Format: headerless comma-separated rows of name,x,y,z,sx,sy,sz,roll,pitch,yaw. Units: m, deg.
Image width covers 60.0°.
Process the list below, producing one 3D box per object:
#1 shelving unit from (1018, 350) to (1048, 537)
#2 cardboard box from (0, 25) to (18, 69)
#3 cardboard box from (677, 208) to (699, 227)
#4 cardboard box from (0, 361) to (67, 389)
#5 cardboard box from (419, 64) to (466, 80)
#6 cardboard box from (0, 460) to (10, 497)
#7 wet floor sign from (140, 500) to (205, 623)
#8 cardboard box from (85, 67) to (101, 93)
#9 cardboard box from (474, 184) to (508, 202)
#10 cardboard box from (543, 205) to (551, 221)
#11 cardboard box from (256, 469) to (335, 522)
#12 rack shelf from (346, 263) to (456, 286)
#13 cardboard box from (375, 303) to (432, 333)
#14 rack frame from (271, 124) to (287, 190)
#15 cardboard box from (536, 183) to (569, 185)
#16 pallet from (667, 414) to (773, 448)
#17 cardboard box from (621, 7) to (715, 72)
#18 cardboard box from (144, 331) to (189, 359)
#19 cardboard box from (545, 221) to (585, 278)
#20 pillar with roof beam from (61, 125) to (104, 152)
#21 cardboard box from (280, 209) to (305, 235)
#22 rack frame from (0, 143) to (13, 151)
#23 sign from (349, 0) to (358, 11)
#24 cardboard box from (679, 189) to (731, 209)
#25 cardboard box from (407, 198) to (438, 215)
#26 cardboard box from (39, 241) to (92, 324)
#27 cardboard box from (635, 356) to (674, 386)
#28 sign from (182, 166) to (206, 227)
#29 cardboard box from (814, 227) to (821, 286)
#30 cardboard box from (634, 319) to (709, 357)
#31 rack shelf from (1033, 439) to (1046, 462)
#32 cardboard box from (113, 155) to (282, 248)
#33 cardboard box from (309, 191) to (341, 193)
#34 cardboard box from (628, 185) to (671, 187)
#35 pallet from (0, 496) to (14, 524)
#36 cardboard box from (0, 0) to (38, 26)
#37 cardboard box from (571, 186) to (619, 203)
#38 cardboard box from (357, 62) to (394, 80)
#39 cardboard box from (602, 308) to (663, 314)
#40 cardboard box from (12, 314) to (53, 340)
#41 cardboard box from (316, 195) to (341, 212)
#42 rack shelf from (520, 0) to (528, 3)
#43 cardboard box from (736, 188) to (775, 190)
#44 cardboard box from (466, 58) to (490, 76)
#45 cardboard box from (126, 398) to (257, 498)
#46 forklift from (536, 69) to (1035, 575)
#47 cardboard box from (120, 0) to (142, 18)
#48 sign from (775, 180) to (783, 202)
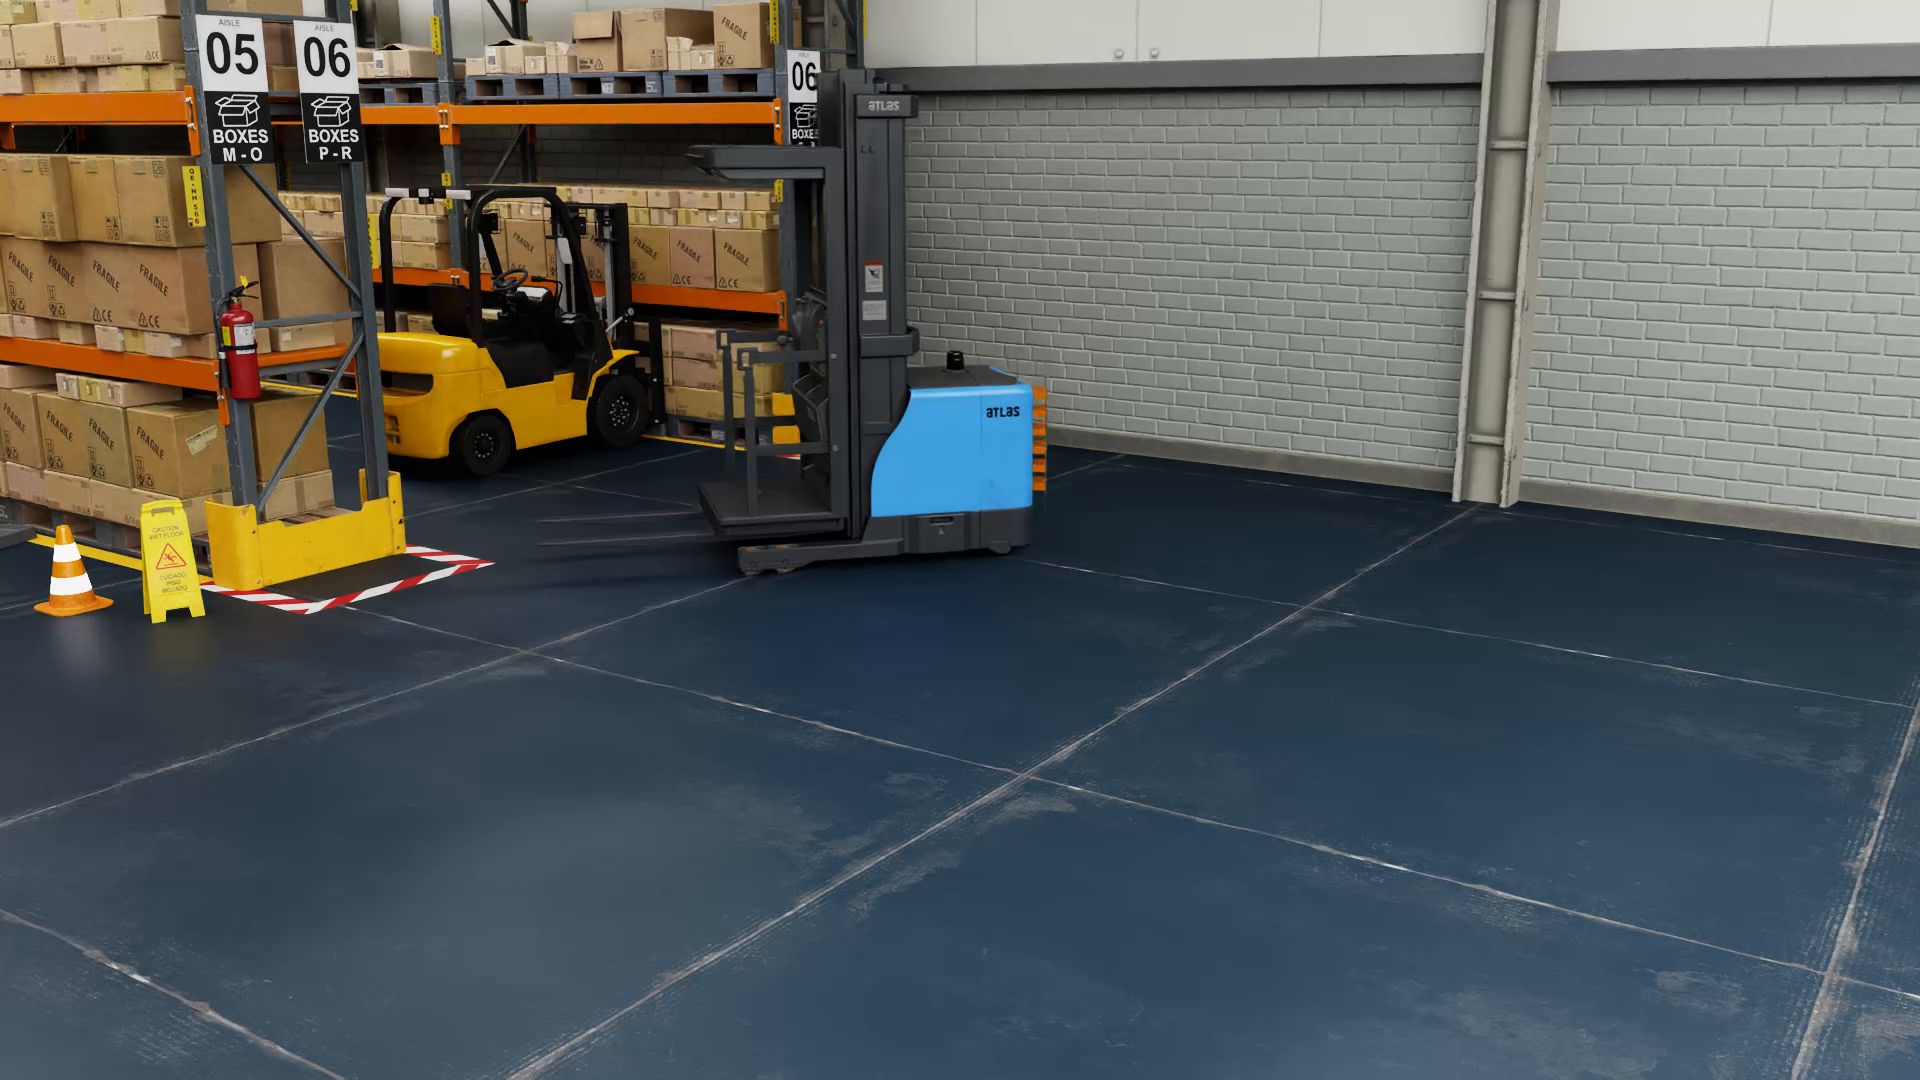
shelving unit,0.468,-0.629,10.867,0.189,1.200,0.258,0,14,1
cardboard box,-5.733,-3.029,10.268,0.500,0.250,0.500,9,17,33
cardboard box,-2.173,-2.738,14.084,0.250,0.149,0.380,9,17,32
cardboard box,-6.145,-1.102,10.969,0.250,0.149,0.380,10,17,36
cardboard box,-5.034,-4.549,16.156,0.250,0.149,0.380,9,17,33
cardboard box,-6.418,-0.486,11.393,0.500,0.250,0.500,10,17,36
wet floor sign,-4.327,0.099,9.082,0.267,0.644,0.232,-10,17,-35
cardboard box,-4.939,-2.726,9.872,0.250,0.149,0.380,9,17,33
cardboard box,-4.340,-3.216,15.393,0.250,0.149,0.380,10,17,34
cardboard box,-3.494,-2.931,14.862,0.250,0.149,0.380,9,17,32
cardboard box,-4.402,-0.315,10.703,0.500,0.250,0.500,9,17,32
rack shelf,-6.099,-2.729,17.101,4.000,0.370,1.077,9,17,33
cardboard box,-5.518,-2.034,16.866,0.625,0.625,0.875,9,17,32
rack frame,-7.758,-3.346,18.098,0.127,3.000,1.000,9,17,33
cardboard box,-3.821,-3.293,15.706,0.250,0.149,0.380,9,16,31
pallet,-1.778,-1.014,14.479,1.213,0.211,1.003,9,17,33
cardboard box,-2.418,-4.198,14.008,0.500,0.500,0.700,9,17,33
cardboard box,-4.589,-1.180,9.872,0.250,0.149,0.380,9,16,32
cardboard box,-3.355,-2.612,14.926,0.500,0.500,0.500,9,17,32
pillar with roof beam,-13.555,-6.209,17.180,0.400,9.000,9.100,9,17,33
cardboard box,-6.688,-3.267,17.048,0.500,0.250,0.500,9,16,31
rack frame,-7.206,-1.819,11.931,0.127,3.000,1.000,9,17,33
sign,-3.585,-3.272,9.735,0.005,0.325,0.100,9,17,33
cardboard box,-2.154,-2.892,14.086,0.250,0.149,0.380,9,17,33
cardboard box,-5.071,-3.206,15.972,0.250,0.149,0.380,9,16,32
cardboard box,-5.318,-1.630,10.337,0.500,0.500,0.500,9,17,33
cardboard box,-2.549,-1.522,14.539,0.500,0.250,0.500,9,16,32
sign,-4.214,-1.890,9.150,0.005,0.325,0.100,9,17,33
cardboard box,-1.376,-2.444,14.244,0.500,0.500,0.500,10,17,35
cardboard box,-2.528,-1.760,14.459,0.500,0.250,0.500,9,17,34
rack shelf,0.468,-0.586,10.878,0.180,0.103,0.258,0,14,1
cardboard box,-4.433,-1.986,9.697,0.500,0.500,0.700,9,16,31
cardboard box,-6.673,-3.627,17.677,0.250,0.149,0.380,9,16,32
cardboard box,-2.768,-3.117,14.993,0.250,0.149,0.380,10,17,34
pallet,-6.629,-0.383,11.930,1.213,0.211,1.003,9,17,33
cardboard box,-5.624,-3.190,10.087,0.250,0.149,0.380,10,17,34
cardboard box,-3.227,-3.059,14.759,0.250,0.149,0.380,9,17,33
cardboard box,-5.521,-4.483,15.889,0.250,0.149,0.380,9,17,33
cardboard box,-3.082,-2.001,15.433,0.500,0.250,0.500,9,17,33
cardboard box,-5.843,-1.390,10.717,0.250,0.149,0.380,9,17,33
cardboard box,-6.187,-3.360,16.597,0.250,0.149,0.380,9,16,31
rack shelf,-2.780,-4.910,14.261,4.000,0.370,1.077,9,17,33
cardboard box,-1.705,-2.943,14.293,0.250,0.149,0.380,10,17,34
cardboard box,-4.236,-4.275,15.050,0.250,0.149,0.380,10,17,34
cardboard box,-4.698,-0.572,10.178,0.500,0.500,0.500,9,17,33
forklift,-1.108,-1.351,10.182,3.031,2.935,1.130,-4,14,-15
cardboard box,-4.525,-3.033,9.454,0.250,0.149,0.380,10,17,34
sign,-1.435,-2.844,13.167,0.005,0.325,0.100,9,17,33
